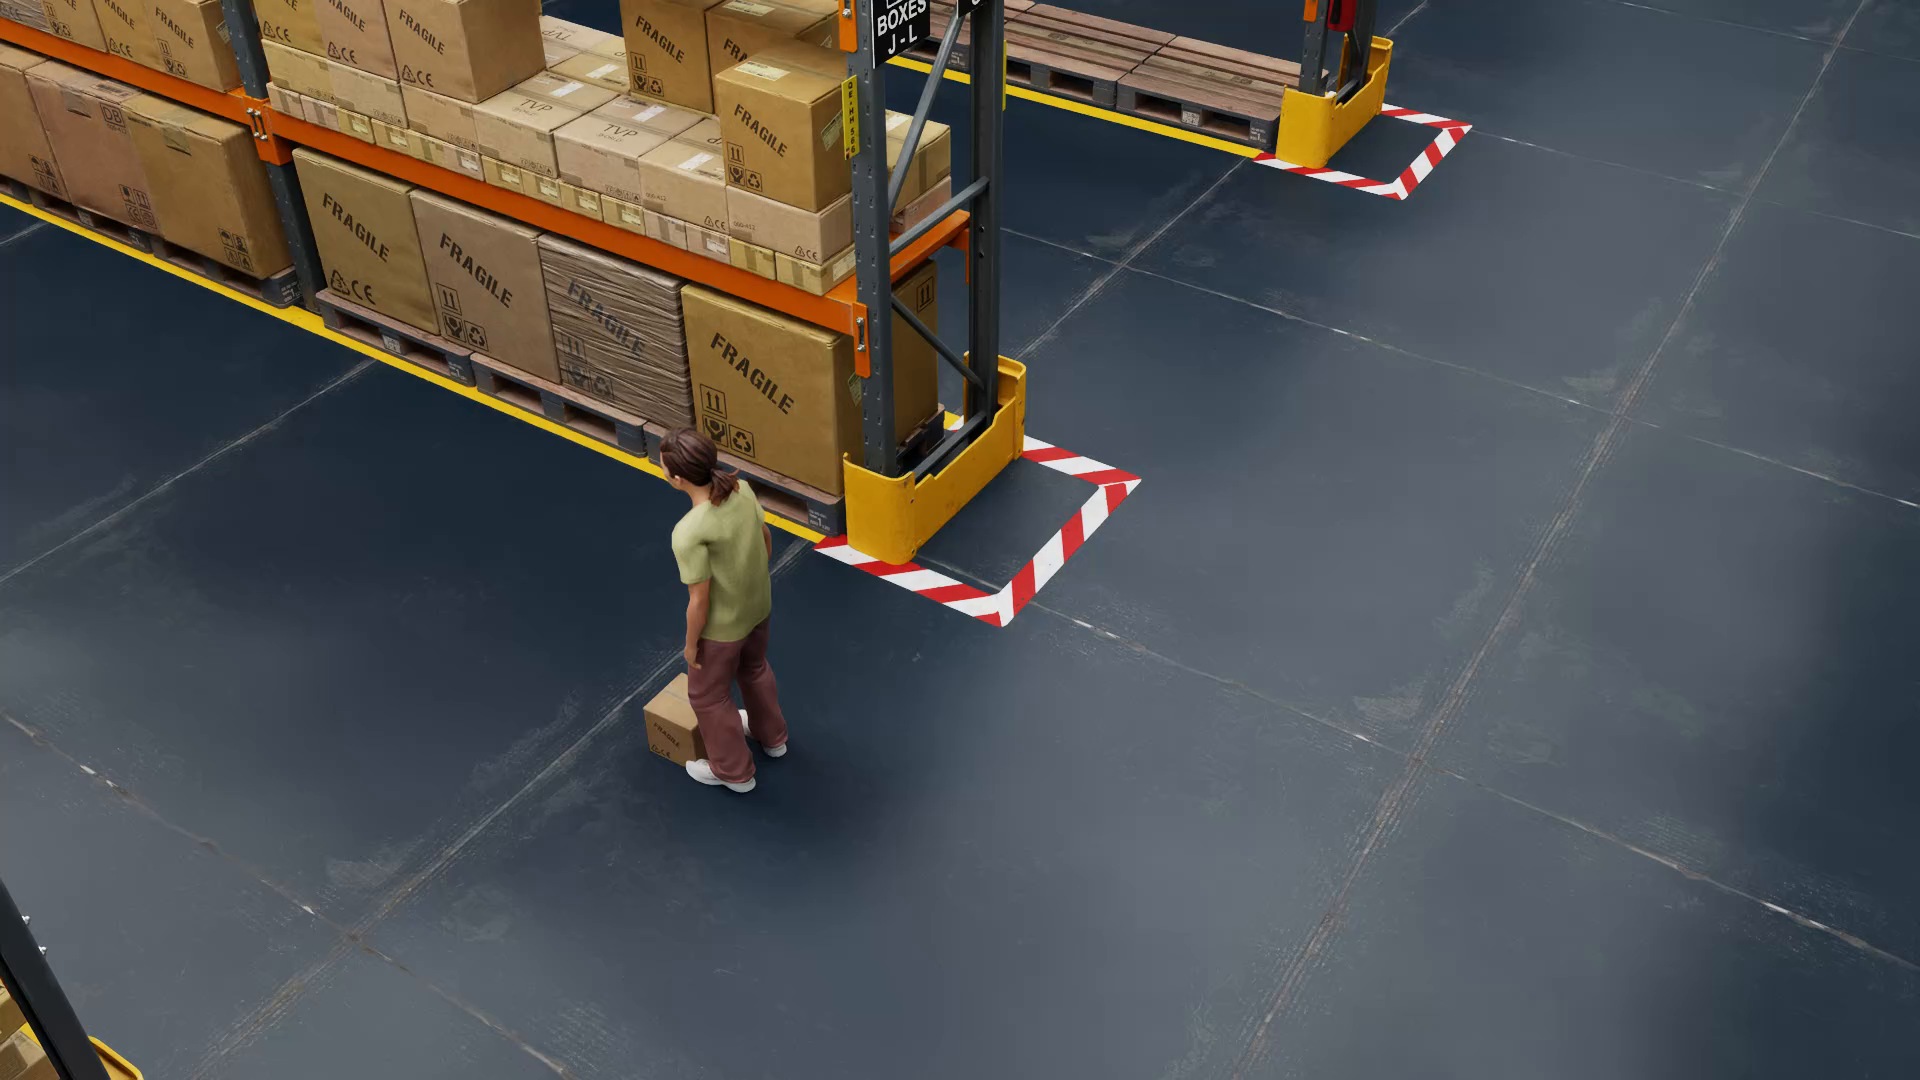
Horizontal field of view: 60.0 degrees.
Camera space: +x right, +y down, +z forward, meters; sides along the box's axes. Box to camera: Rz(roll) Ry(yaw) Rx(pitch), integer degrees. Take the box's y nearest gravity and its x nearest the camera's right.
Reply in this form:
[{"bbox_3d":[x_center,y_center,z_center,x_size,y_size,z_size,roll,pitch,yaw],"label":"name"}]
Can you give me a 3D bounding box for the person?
[{"bbox_3d":[-0.905,0.278,6.333,0.362,1.671,0.506,20,43,23],"label":"person"}]
